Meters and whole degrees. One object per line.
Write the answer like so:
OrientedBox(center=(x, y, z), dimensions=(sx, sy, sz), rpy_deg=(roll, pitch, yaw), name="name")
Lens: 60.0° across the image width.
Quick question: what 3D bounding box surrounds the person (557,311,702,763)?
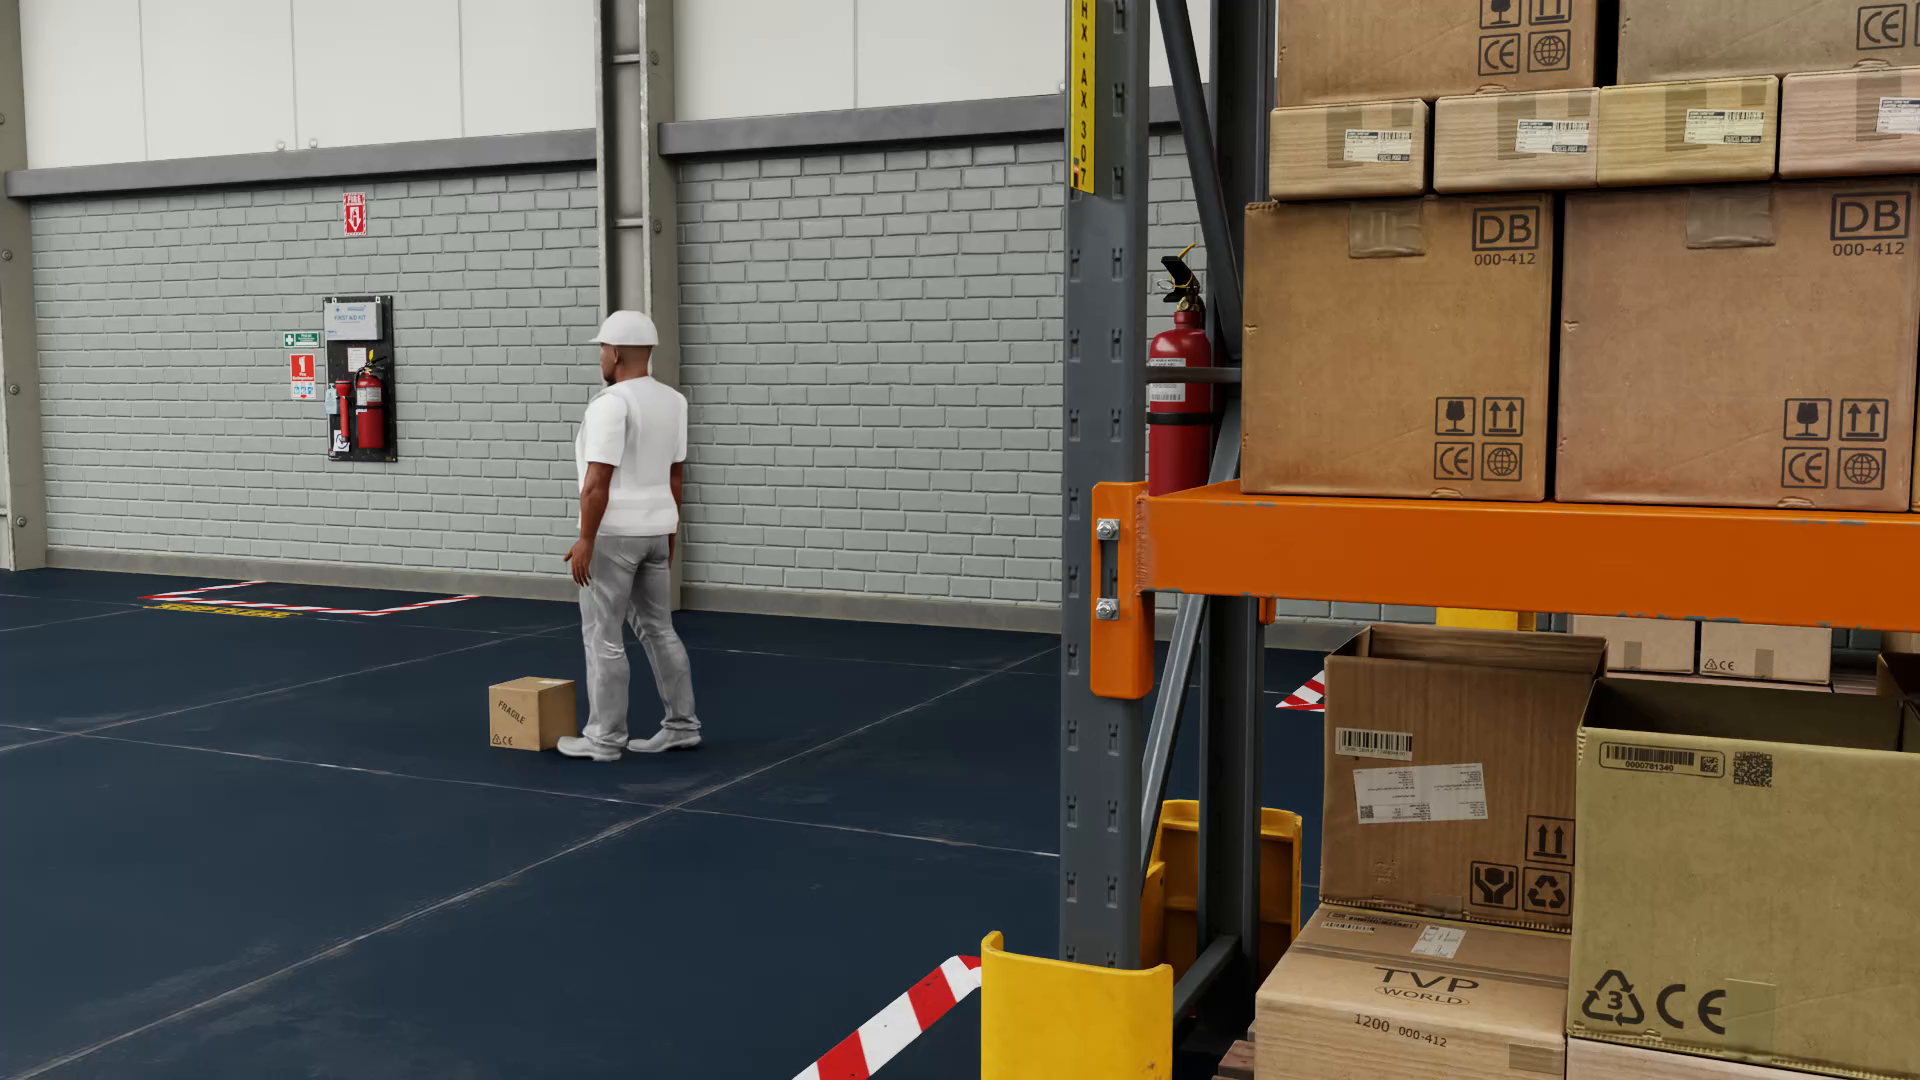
OrientedBox(center=(-1.351, -0.008, 6.603), dimensions=(0.489, 1.788, 0.577), rpy_deg=(3, 6, 25), name="person")
